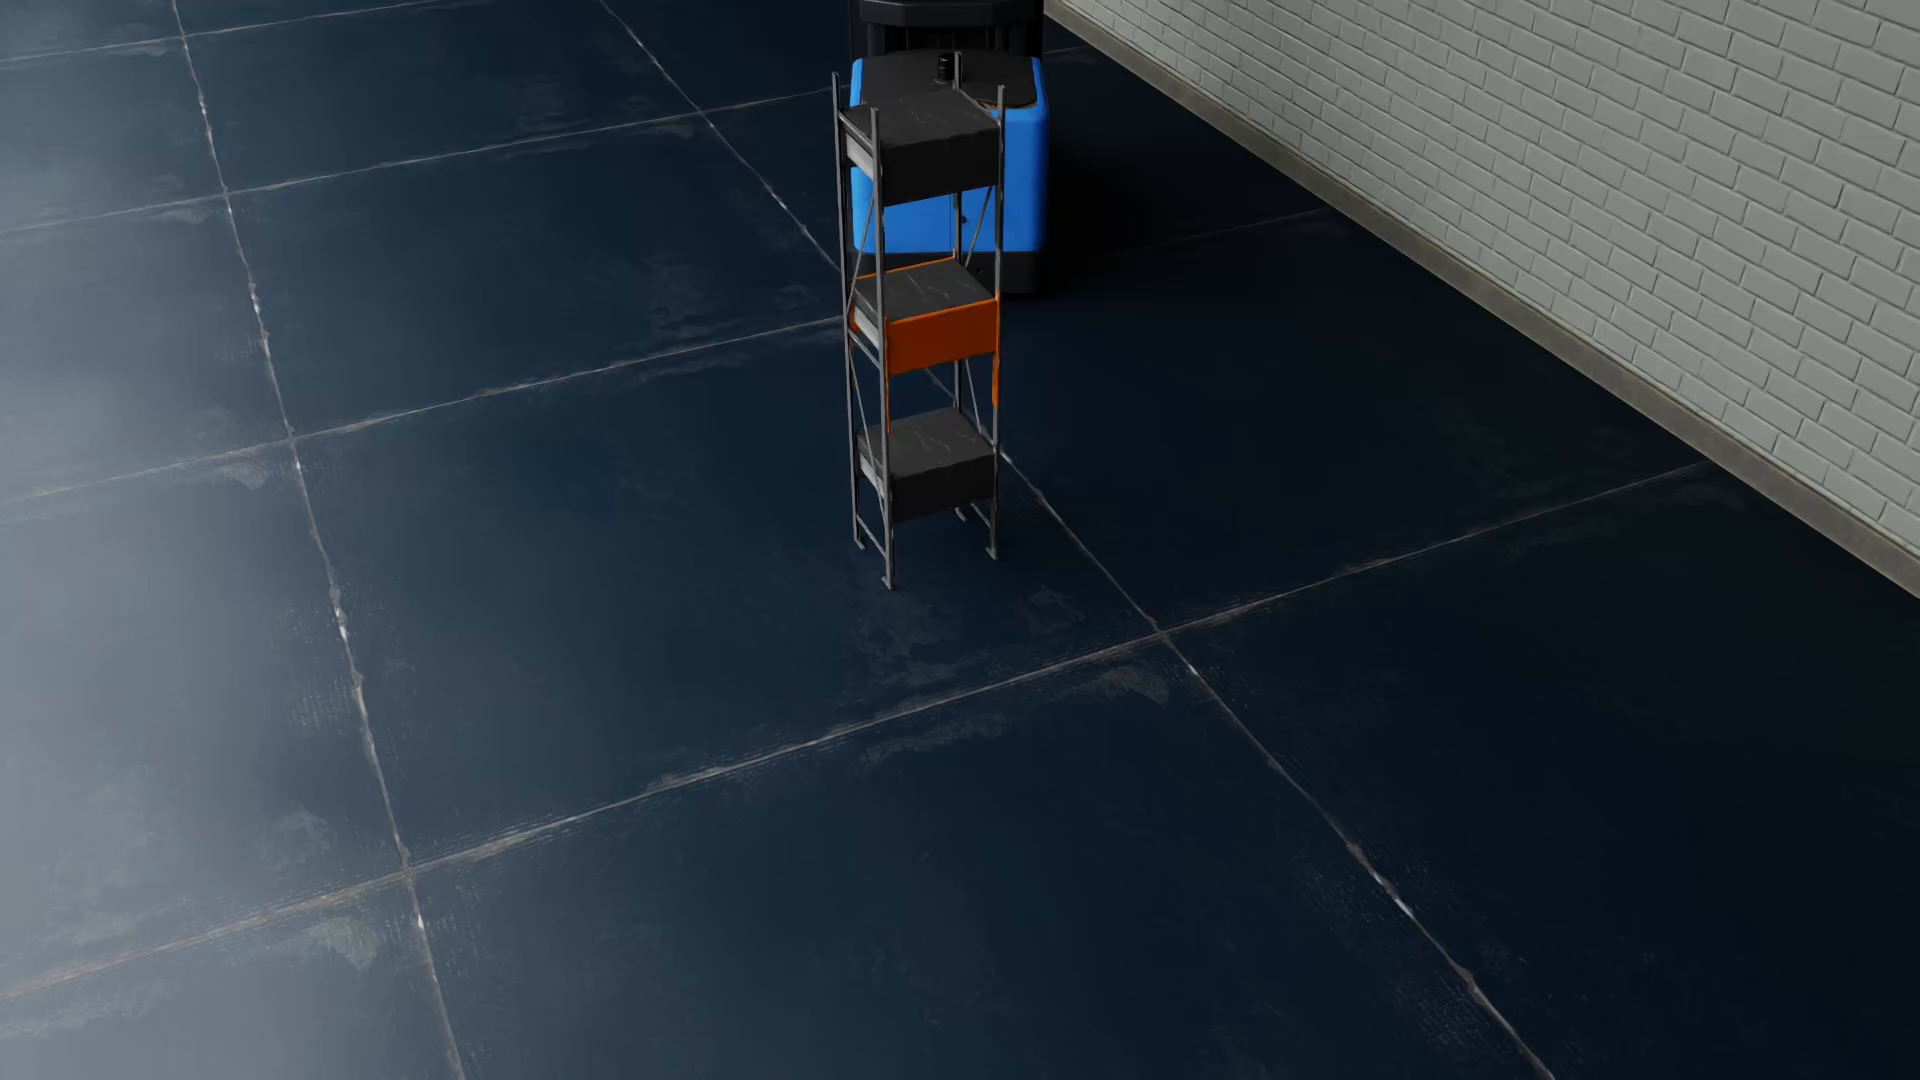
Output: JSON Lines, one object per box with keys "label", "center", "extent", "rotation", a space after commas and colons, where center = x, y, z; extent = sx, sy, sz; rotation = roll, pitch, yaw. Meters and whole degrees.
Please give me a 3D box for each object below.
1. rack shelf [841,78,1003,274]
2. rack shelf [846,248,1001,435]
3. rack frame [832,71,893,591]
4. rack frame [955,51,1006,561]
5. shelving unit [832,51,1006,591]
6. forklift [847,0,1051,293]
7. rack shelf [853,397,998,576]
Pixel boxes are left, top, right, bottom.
{"label": "rack shelf", "center": [-0.150, -1.353, 6.159], "extent": [0.480, 0.518, 0.431], "rotation": [-16, 39, -20]}
{"label": "rack shelf", "center": [-0.150, -0.790, 6.576], "extent": [0.480, 0.518, 0.431], "rotation": [-16, 39, -20]}
{"label": "rack frame", "center": [-0.371, -0.740, 6.485], "extent": [0.015, 2.100, 0.400], "rotation": [-16, 39, -20]}
{"label": "rack frame", "center": [0.071, -0.863, 6.651], "extent": [0.015, 2.100, 0.400], "rotation": [-16, 39, -20]}
{"label": "shelving unit", "center": [-0.150, -0.801, 6.568], "extent": [0.503, 2.100, 0.431], "rotation": [-16, 39, -20]}
{"label": "forklift", "center": [-0.085, -3.339, 9.292], "extent": [1.130, 2.935, 3.031], "rotation": [-1, 37, -1]}
{"label": "rack shelf", "center": [-0.150, -0.228, 6.993], "extent": [0.480, 0.518, 0.431], "rotation": [-16, 39, -20]}
